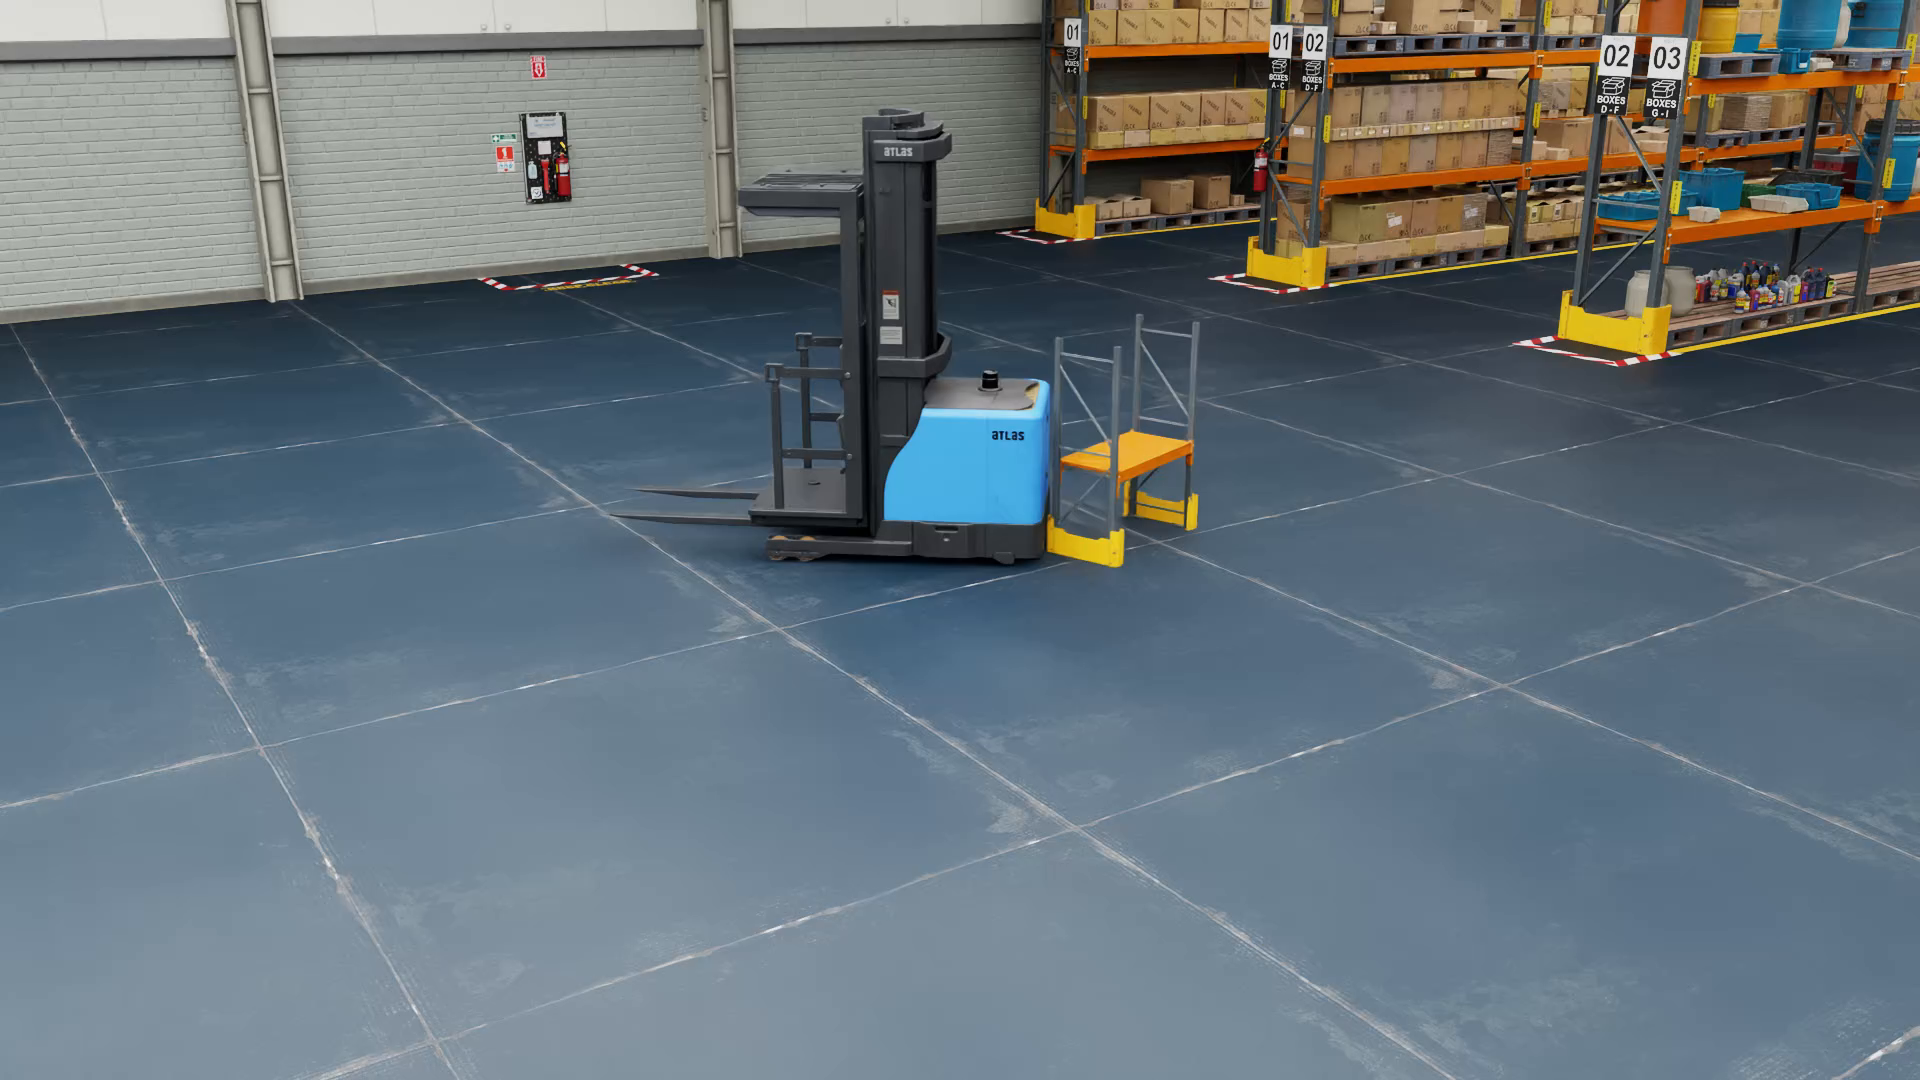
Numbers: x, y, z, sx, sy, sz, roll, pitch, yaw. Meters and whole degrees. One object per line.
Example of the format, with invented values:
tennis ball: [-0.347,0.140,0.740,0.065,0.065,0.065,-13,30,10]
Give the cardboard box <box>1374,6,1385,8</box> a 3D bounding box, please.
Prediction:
cardboard box: [7.106,-8.850,28.362,0.637,0.503,0.797,-9,20,-24]

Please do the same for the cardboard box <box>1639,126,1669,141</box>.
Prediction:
cardboard box: [10.640,-6.155,25.406,0.500,0.311,0.500,-10,21,-28]

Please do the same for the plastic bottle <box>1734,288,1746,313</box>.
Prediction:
plastic bottle: [8.693,-2.667,18.522,0.097,0.271,0.097,0,19,0]

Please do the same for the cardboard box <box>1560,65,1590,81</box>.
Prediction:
cardboard box: [11.331,-8.681,30.916,0.500,0.250,0.500,-11,22,-30]

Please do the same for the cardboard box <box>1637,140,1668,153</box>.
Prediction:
cardboard box: [10.368,-5.898,24.900,0.250,0.149,0.380,-12,22,-31]

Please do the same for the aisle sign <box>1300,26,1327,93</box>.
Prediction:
aisle sign: [4.400,-5.978,20.686,0.004,0.787,0.394,-12,22,-31]

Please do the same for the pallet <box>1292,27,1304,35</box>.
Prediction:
pallet: [5.473,-8.282,27.167,1.003,0.211,1.213,-12,22,-31]

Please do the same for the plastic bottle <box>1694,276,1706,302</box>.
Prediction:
plastic bottle: [8.525,-2.911,19.237,0.135,0.276,0.152,-12,22,-31]

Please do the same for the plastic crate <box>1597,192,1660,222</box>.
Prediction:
plastic crate: [7.261,-3.613,17.979,0.616,0.251,0.499,-12,22,-31]

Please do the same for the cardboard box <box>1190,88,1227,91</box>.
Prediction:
cardboard box: [3.958,-7.046,26.935,0.500,0.500,0.500,-12,22,-32]

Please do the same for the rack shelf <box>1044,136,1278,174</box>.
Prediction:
rack shelf: [3.229,-6.176,26.453,4.000,0.370,1.077,-12,22,-31]

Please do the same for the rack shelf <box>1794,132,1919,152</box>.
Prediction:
rack shelf: [15.978,-6.966,28.788,4.000,0.370,1.077,-12,22,-31]

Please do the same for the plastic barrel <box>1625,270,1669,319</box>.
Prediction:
plastic barrel: [7.515,-2.672,18.192,0.421,0.512,0.421,0,19,0]

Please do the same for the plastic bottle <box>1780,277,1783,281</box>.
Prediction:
plastic bottle: [9.461,-2.883,19.142,0.133,0.283,0.061,-12,22,-31]

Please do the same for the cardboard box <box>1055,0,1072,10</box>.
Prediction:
cardboard box: [1.775,-8.262,25.068,0.500,0.500,0.500,-11,21,-29]

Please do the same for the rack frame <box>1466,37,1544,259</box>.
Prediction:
rack frame: [7.627,-5.545,23.463,0.127,3.000,1.000,-12,22,-31]

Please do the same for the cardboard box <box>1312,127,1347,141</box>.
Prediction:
cardboard box: [4.732,-5.207,21.293,0.250,0.149,0.380,-12,22,-32]

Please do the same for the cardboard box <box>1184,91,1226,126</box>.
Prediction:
cardboard box: [3.834,-6.822,26.271,0.500,0.500,0.500,-13,22,-33]

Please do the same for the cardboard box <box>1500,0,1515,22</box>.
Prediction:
cardboard box: [9.496,-9.553,29.791,0.500,0.500,0.700,-11,21,-29]

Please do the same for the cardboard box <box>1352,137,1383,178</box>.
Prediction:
cardboard box: [5.119,-5.060,21.873,0.500,0.500,0.700,-11,22,-30]

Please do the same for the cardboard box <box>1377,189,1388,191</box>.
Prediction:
cardboard box: [7.173,-6.398,29.201,0.500,0.500,0.700,-12,22,-31]

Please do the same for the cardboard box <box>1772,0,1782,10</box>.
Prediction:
cardboard box: [12.734,-8.364,26.150,0.600,0.600,0.600,-13,23,-34]

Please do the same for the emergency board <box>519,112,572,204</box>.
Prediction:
emergency board: [-5.429,-5.037,21.962,0.643,1.169,0.194,-12,22,-31]

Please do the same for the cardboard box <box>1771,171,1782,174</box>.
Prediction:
cardboard box: [13.331,-5.861,27.615,0.500,0.500,0.500,-12,22,-31]

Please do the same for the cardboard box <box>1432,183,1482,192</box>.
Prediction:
cardboard box: [7.067,-4.799,23.722,0.500,0.500,0.500,-12,22,-31]

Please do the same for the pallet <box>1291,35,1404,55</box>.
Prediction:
pallet: [4.891,-6.337,21.260,1.213,0.211,1.003,-12,22,-31]

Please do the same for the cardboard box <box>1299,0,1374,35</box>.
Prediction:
cardboard box: [4.768,-6.676,21.088,0.637,0.503,0.797,-10,21,-28]

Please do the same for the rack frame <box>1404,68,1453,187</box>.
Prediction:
rack frame: [8.240,-7.574,29.464,0.127,3.000,1.000,-12,22,-31]

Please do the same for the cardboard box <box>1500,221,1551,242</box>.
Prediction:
cardboard box: [8.100,-4.446,23.850,0.500,0.250,0.500,-13,22,-33]

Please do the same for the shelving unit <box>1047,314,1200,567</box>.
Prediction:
shelving unit: [1.154,-0.717,11.524,0.587,1.500,1.083,14,23,35]

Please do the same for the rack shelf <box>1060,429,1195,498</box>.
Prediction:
rack shelf: [1.148,-0.544,11.575,0.538,0.185,1.000,14,23,35]

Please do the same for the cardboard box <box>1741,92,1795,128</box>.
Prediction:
cardboard box: [12.867,-6.873,26.578,0.700,0.500,0.500,16,24,39]

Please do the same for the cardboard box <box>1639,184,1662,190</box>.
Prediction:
cardboard box: [10.665,-5.253,25.362,0.500,0.311,0.500,-11,22,-30]

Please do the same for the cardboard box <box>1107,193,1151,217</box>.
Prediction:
cardboard box: [2.662,-5.298,26.243,0.500,0.311,0.500,-10,21,-27]

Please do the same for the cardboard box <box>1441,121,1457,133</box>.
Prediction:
cardboard box: [6.456,-5.571,22.371,0.250,0.149,0.380,-11,22,-30]

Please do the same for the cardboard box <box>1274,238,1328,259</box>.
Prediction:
cardboard box: [4.571,-3.910,22.265,0.500,0.250,0.500,-12,22,-31]

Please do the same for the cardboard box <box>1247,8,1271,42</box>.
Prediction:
cardboard box: [4.611,-8.192,26.420,0.500,0.500,0.500,-11,22,-30]

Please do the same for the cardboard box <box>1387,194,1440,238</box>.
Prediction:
cardboard box: [6.110,-4.390,22.515,0.500,0.500,0.500,-12,22,-31]

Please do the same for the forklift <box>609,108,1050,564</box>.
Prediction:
forklift: [-0.904,-1.408,11.333,3.031,2.935,1.130,2,19,6]

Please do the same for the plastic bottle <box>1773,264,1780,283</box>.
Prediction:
plastic bottle: [9.841,-3.196,20.089,0.097,0.271,0.097,0,19,0]

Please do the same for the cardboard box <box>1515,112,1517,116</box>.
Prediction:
cardboard box: [9.917,-7.733,30.297,0.250,0.149,0.380,-12,22,-31]

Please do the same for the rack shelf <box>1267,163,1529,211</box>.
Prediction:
rack shelf: [5.956,-4.852,22.536,4.000,0.370,1.077,-12,22,-31]

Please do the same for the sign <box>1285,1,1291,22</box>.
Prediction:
sign: [5.204,-8.391,26.392,0.005,0.325,0.100,-12,22,-31]

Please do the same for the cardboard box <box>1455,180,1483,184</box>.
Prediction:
cardboard box: [8.926,-6.849,30.021,0.750,0.750,0.750,-12,22,-32]

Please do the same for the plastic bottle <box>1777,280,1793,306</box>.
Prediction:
plastic bottle: [9.401,-2.829,18.994,0.135,0.276,0.152,-11,22,-30]

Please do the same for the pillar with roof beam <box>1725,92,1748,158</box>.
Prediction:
pillar with roof beam: [19.068,-11.380,31.357,0.400,9.000,9.100,-12,22,-31]

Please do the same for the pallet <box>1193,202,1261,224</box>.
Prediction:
pallet: [4.358,-5.421,27.449,1.213,0.211,1.003,-12,22,-31]

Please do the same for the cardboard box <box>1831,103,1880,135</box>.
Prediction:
cardboard box: [14.884,-7.018,27.665,0.500,0.500,0.500,-11,22,-30]

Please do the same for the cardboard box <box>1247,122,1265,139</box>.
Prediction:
cardboard box: [4.670,-6.643,26.914,0.500,0.250,0.500,-12,22,-31]

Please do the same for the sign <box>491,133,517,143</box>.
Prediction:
sign: [-5.938,-5.234,21.660,0.331,0.109,0.001,-12,22,-31]

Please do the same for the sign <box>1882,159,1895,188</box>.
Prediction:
sign: [10.641,-4.201,19.056,0.005,0.325,0.100,-12,22,-31]

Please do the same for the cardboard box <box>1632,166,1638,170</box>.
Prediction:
cardboard box: [13.113,-7.575,32.715,0.500,0.500,0.700,-11,22,-30]

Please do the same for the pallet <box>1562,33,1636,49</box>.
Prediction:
pallet: [9.517,-7.240,24.087,1.213,0.211,1.003,-11,21,-29]
